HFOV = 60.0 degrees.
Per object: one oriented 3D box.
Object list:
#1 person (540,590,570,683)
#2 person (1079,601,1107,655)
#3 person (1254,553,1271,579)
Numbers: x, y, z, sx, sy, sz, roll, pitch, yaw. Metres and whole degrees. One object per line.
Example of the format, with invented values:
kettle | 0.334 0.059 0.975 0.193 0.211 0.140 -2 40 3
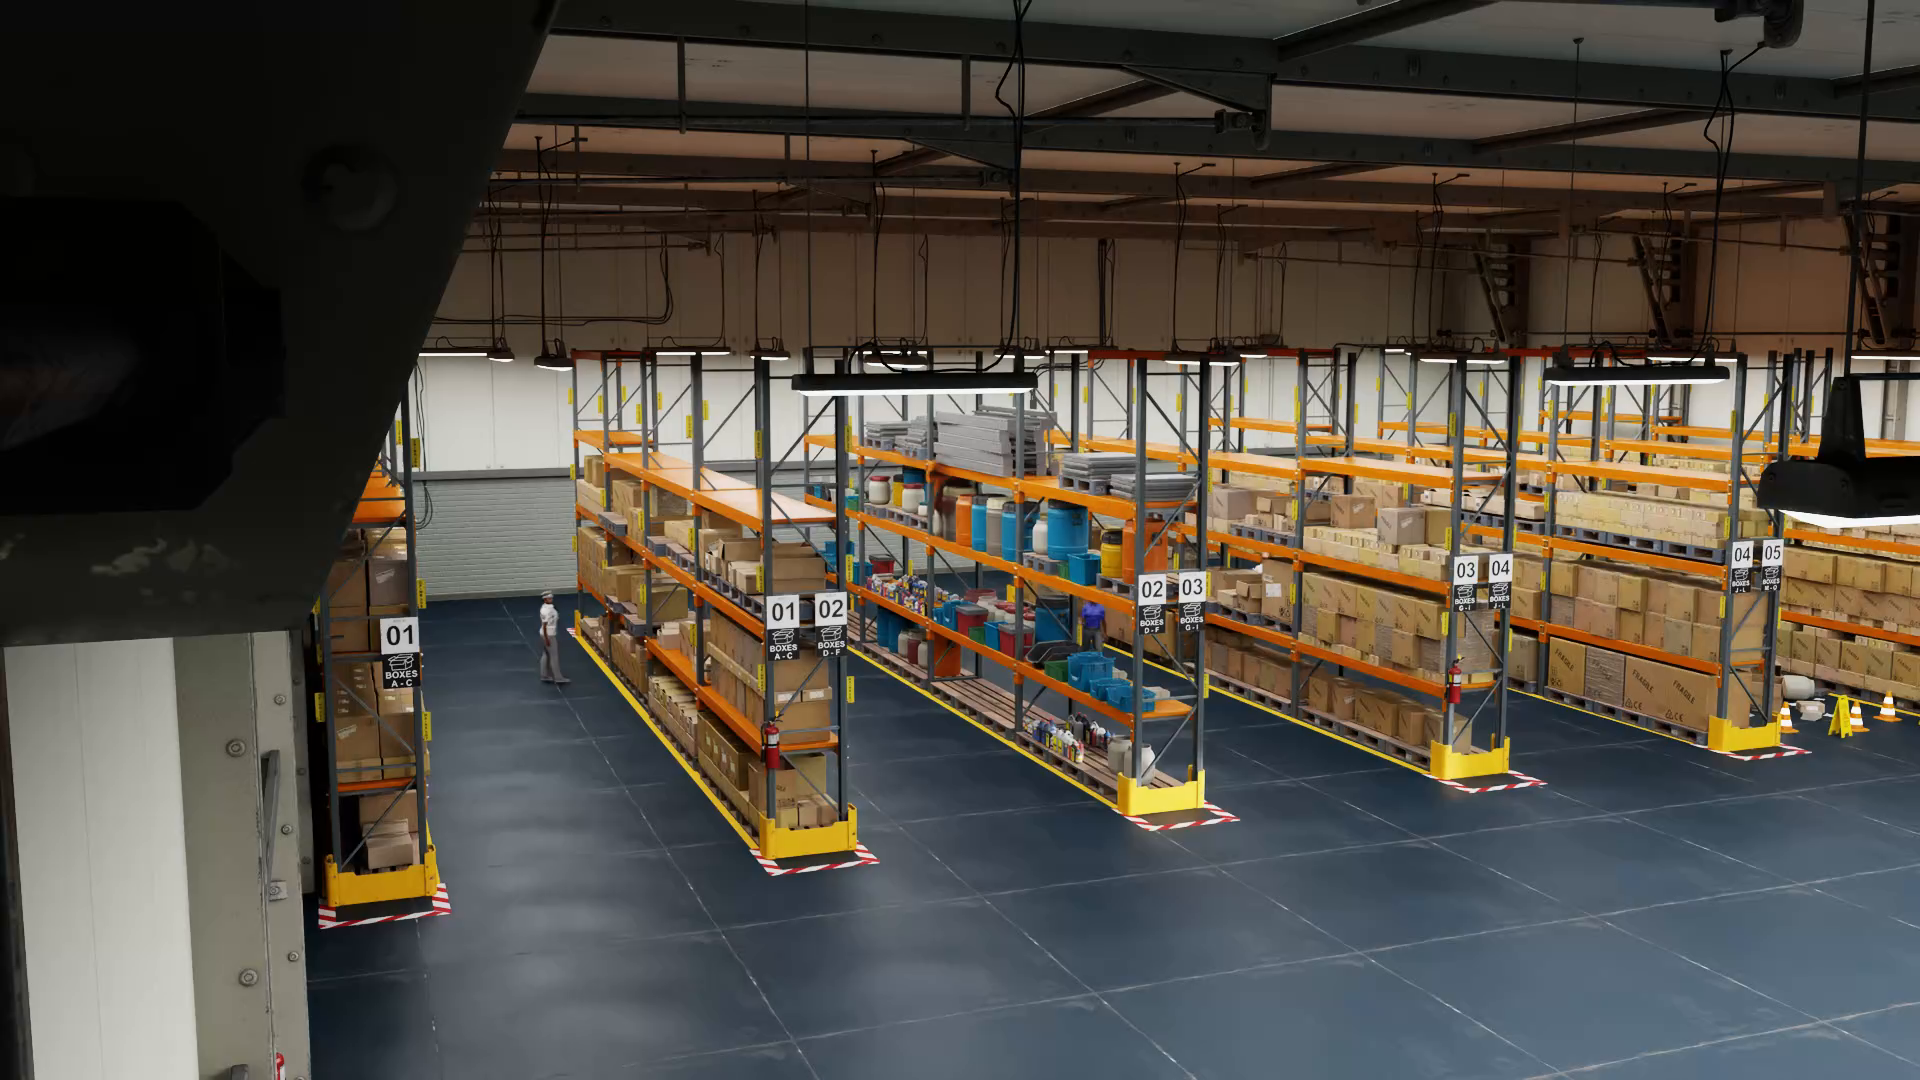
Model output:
person | -7.389 1.741 30.239 0.542 1.690 0.485 -2 7 -13
person | 2.428 1.769 30.669 0.597 1.511 1.021 -1 7 -10
person | 6.403 1.139 34.699 0.698 1.728 1.026 -3 8 -22
